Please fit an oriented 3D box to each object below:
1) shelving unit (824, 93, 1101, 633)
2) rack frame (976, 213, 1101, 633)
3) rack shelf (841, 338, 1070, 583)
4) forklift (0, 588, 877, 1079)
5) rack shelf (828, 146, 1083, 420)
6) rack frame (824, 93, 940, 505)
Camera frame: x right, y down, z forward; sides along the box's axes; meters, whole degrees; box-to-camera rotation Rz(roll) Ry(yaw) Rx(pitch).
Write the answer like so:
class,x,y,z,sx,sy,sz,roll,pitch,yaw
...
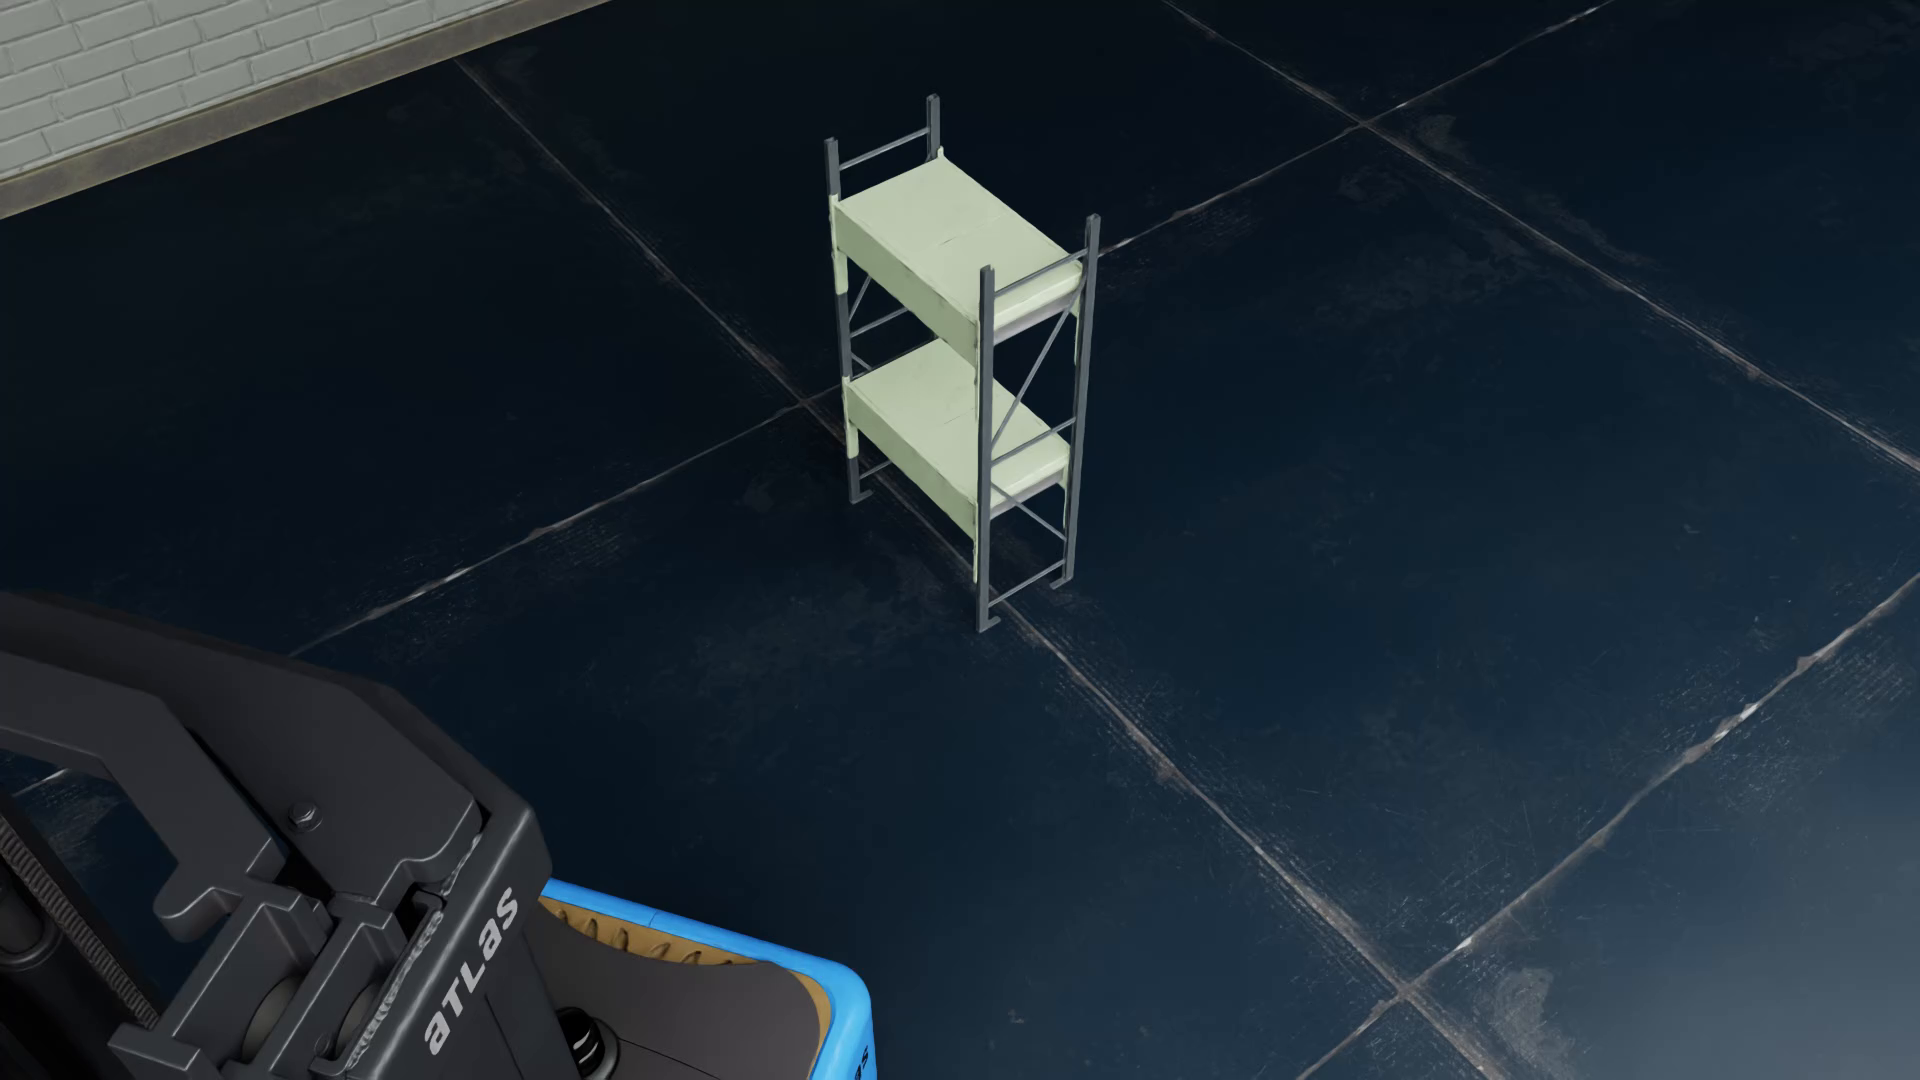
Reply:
class,x,y,z,sx,sy,sz,roll,pitch,yaw
shelving unit,-0.004,-0.508,5.198,0.431,1.500,0.755,-29,54,-24
rack frame,0.218,-0.292,5.002,0.400,1.500,0.023,-29,54,-24
rack shelf,-0.004,-0.289,5.439,0.431,0.370,0.720,-29,54,-24
forklift,-1.105,1.578,2.341,1.130,2.935,3.031,13,49,12
rack shelf,-0.004,-0.770,4.909,0.431,0.370,0.720,-29,54,-24
rack frame,-0.226,-0.723,5.394,0.400,1.500,0.023,-29,54,-24
